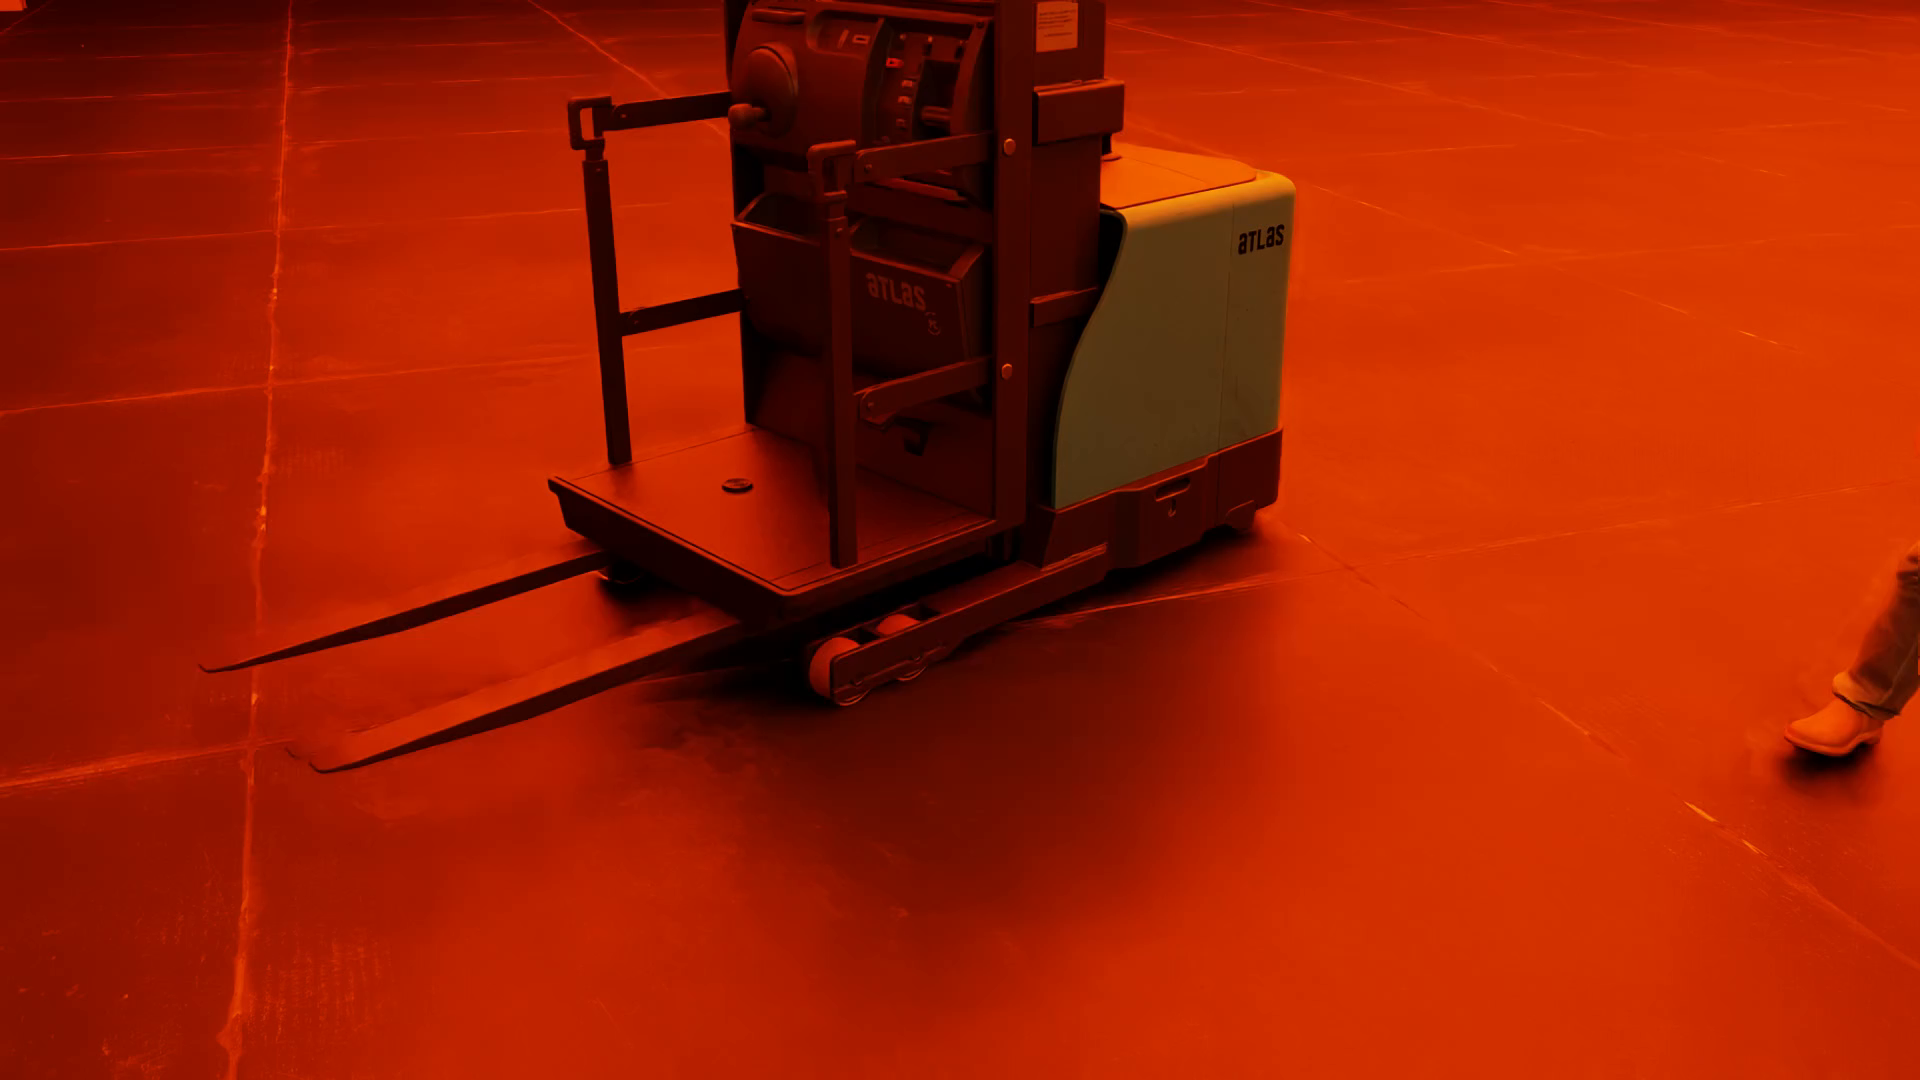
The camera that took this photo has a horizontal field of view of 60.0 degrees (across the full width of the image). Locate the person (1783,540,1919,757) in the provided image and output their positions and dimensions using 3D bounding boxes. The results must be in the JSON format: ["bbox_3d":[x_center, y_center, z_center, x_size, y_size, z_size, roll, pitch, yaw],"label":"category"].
[{"bbox_3d":[2.452,-0.087,3.291,0.929,1.613,1.028,-6,24,-14],"label":"person"}]

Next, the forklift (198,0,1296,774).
[{"bbox_3d":[-0.425,-1.169,4.078,3.031,2.935,1.130,-20,30,-39],"label":"forklift"}]
